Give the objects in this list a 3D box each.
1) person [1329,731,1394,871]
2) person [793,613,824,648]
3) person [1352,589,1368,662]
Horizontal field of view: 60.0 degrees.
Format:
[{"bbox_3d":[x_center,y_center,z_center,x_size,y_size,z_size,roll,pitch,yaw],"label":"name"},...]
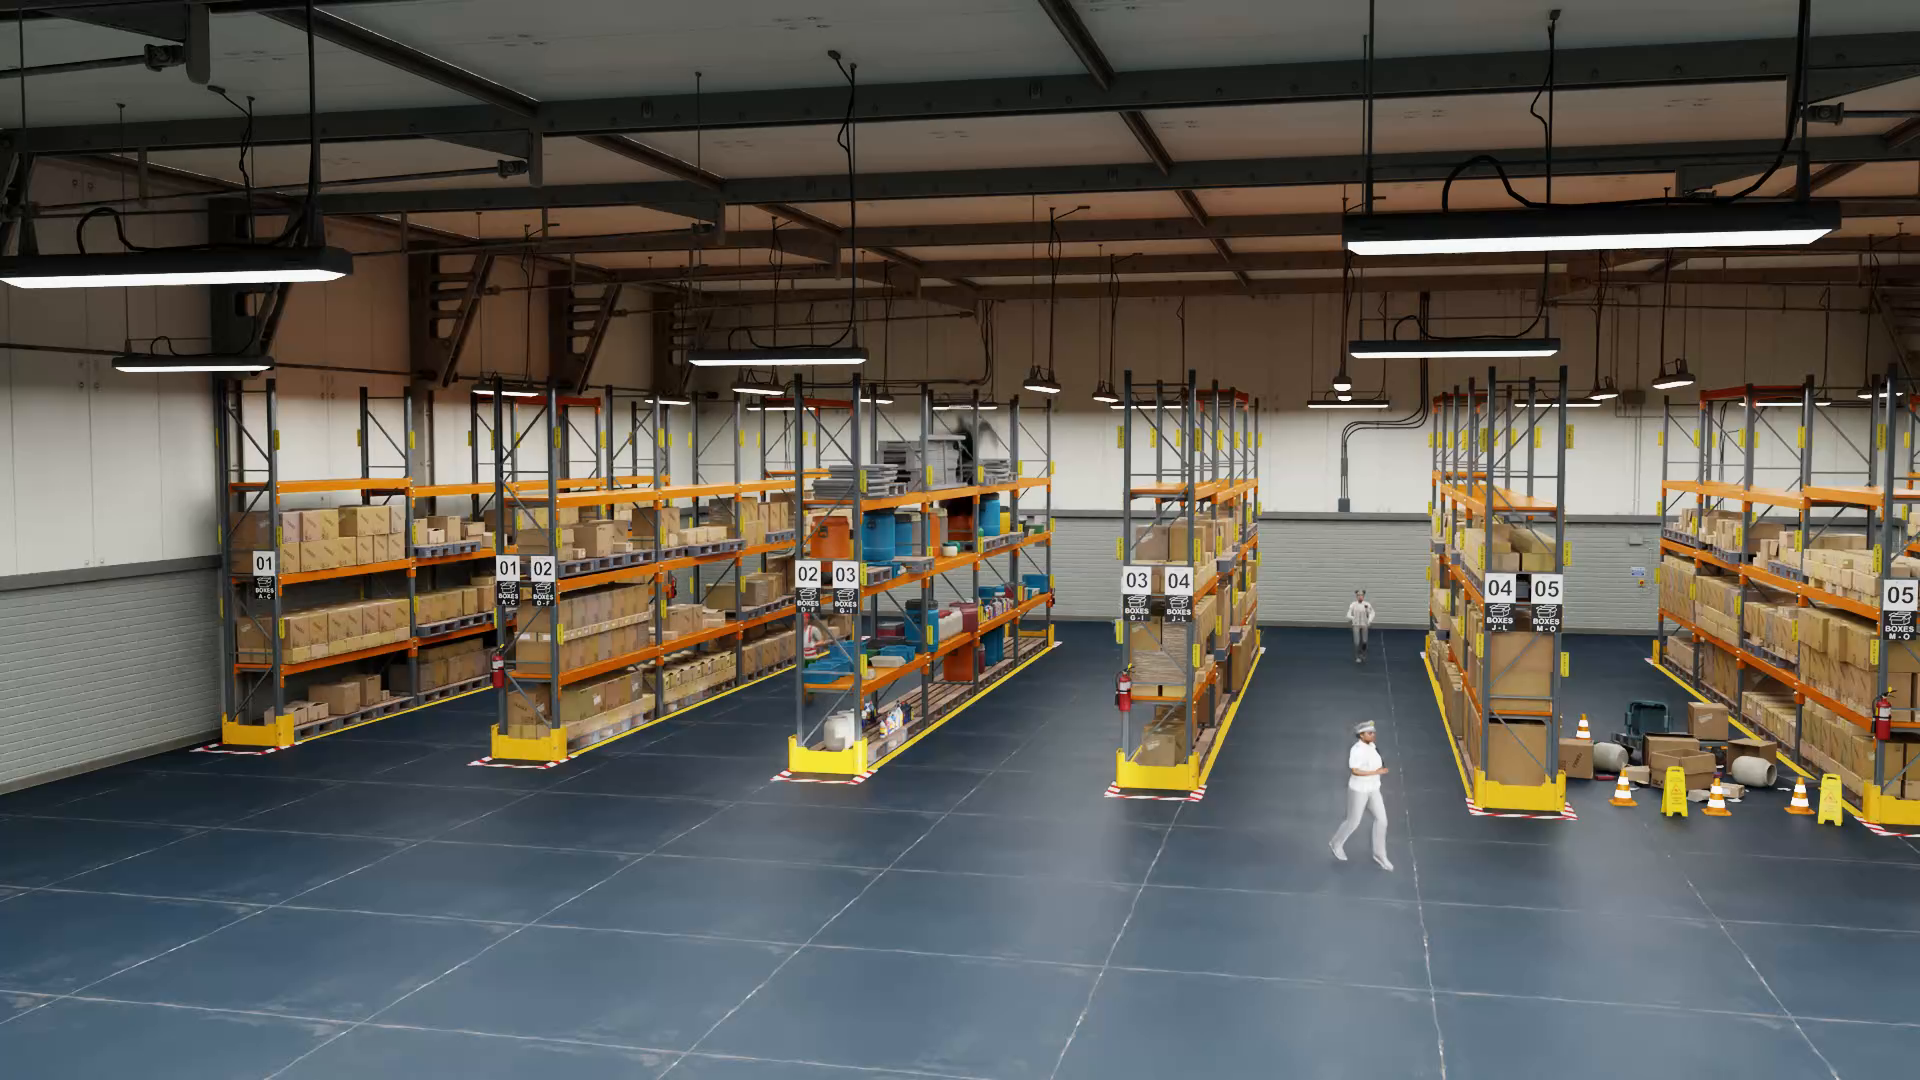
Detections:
[{"bbox_3d":[4.723,2.992,19.560,0.603,1.707,0.805,-3,5,-41],"label":"person"},{"bbox_3d":[-2.863,1.715,31.107,0.634,0.765,0.400,1,3,10],"label":"person"},{"bbox_3d":[8.979,1.929,37.330,0.368,1.654,0.472,1,4,14],"label":"person"}]
